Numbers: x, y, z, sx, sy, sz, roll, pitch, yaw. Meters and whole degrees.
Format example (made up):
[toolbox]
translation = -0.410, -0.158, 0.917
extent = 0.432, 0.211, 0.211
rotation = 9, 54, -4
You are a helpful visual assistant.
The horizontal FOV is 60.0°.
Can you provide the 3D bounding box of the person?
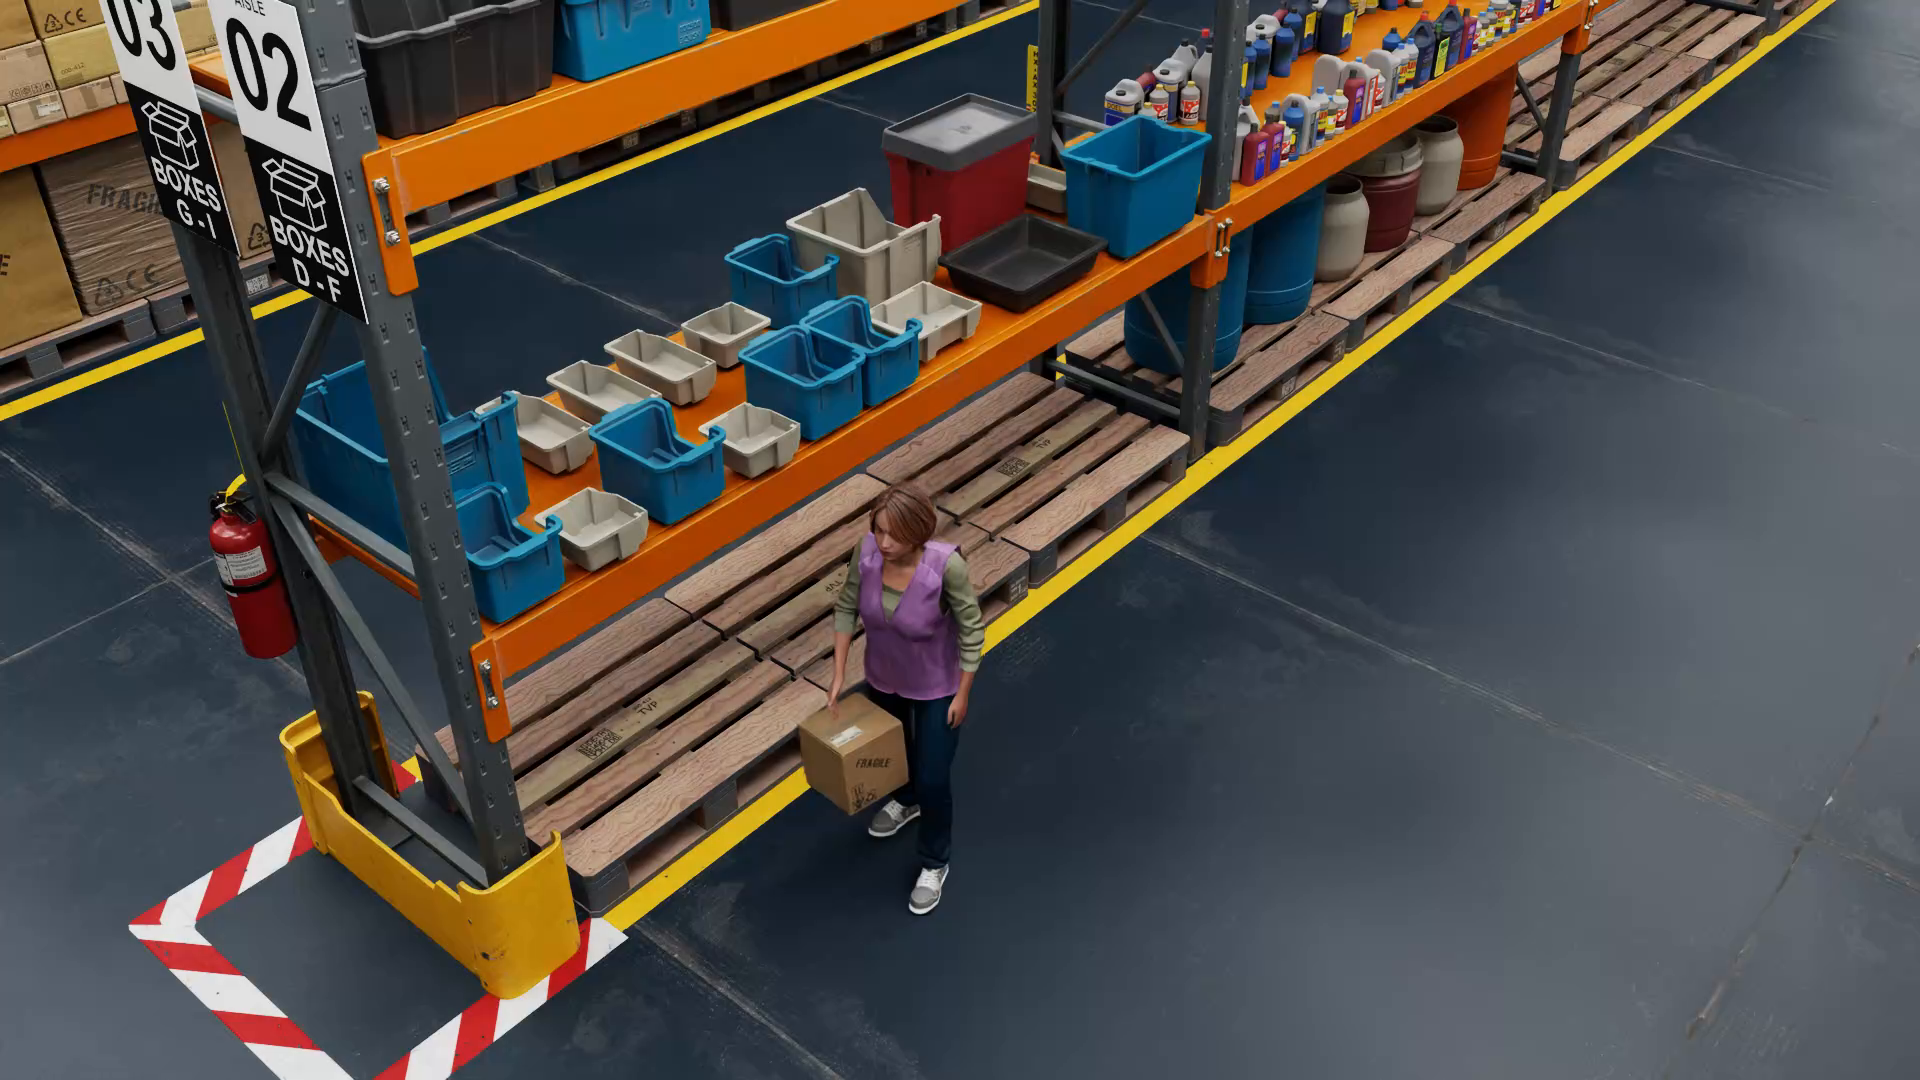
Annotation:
[person]
translation = -0.172, 0.479, 5.494
extent = 0.509, 1.586, 0.535
rotation = 17, 39, 23
